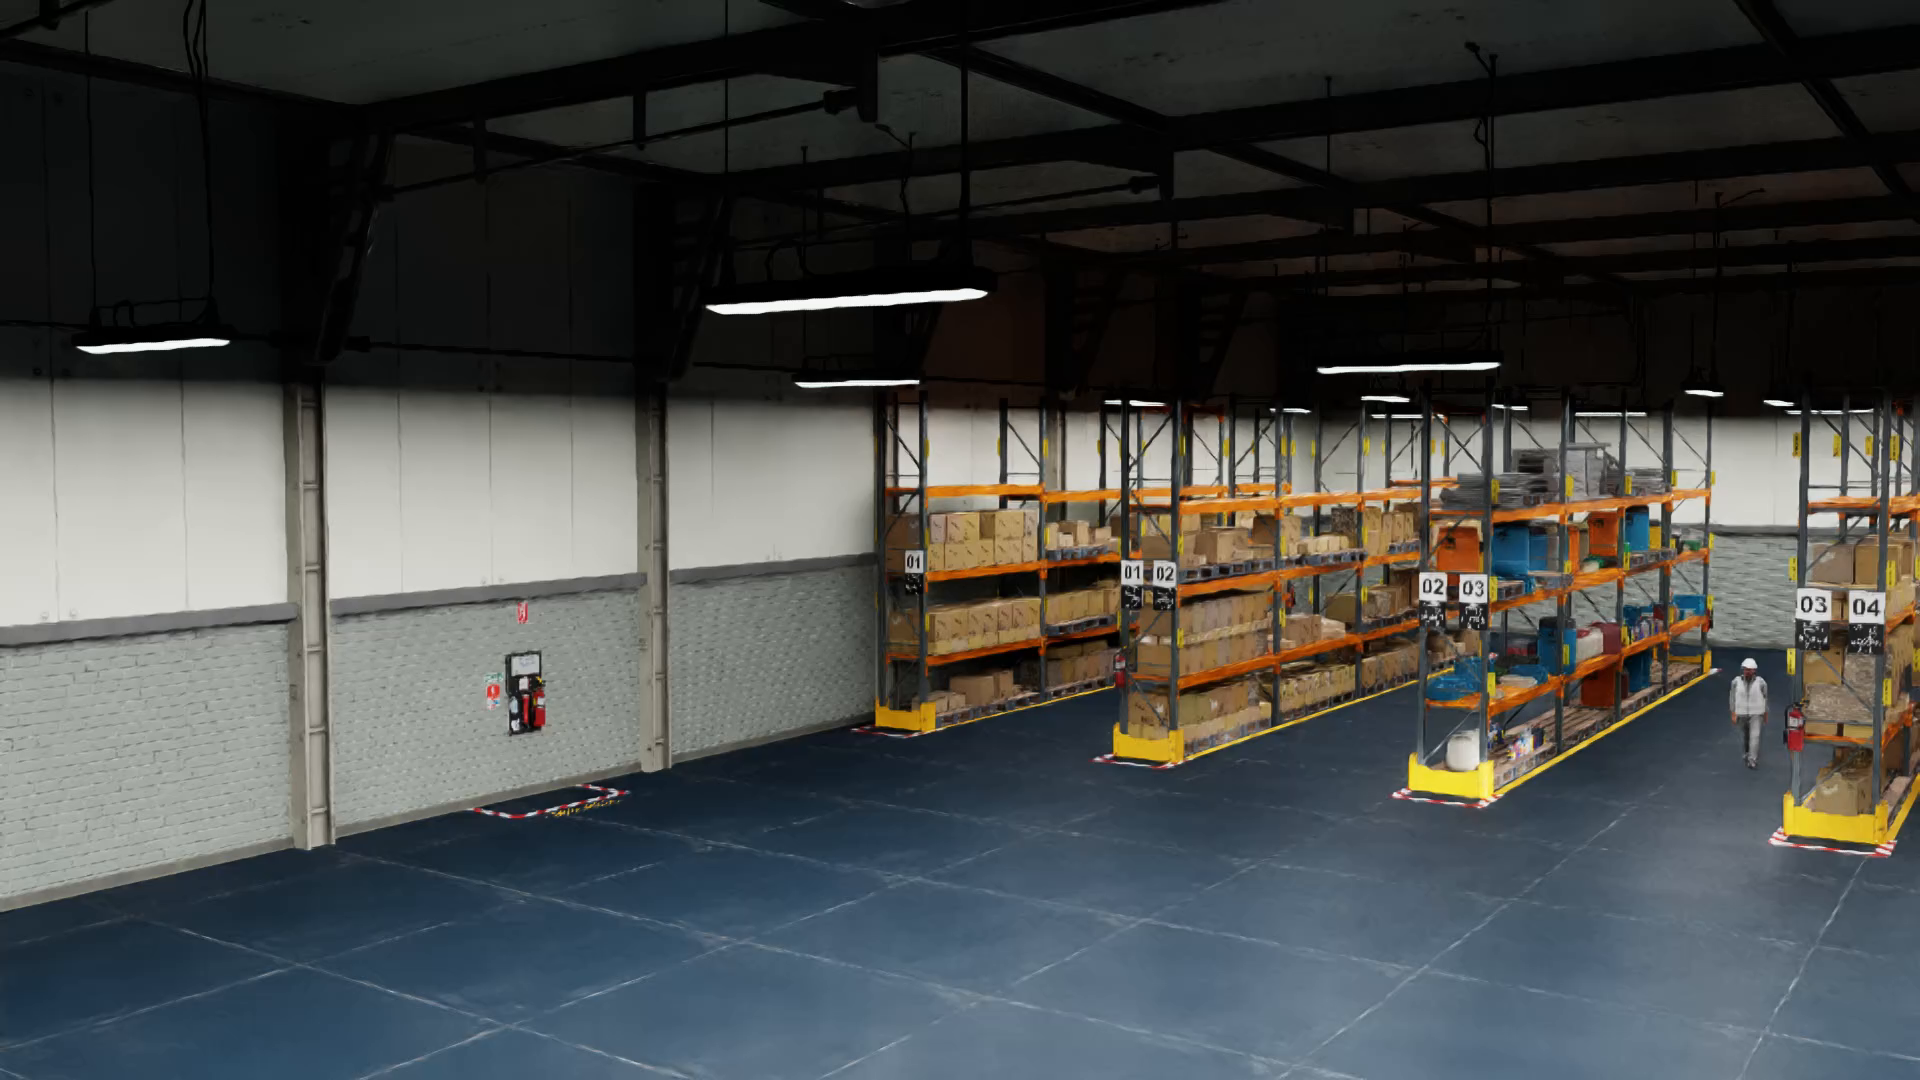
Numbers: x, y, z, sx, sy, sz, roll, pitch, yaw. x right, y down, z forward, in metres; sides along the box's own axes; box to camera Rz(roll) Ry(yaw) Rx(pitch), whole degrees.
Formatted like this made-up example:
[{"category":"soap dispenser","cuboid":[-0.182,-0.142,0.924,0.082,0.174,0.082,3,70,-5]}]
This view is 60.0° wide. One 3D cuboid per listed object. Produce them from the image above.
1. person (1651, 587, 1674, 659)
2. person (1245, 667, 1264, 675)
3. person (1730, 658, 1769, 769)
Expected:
[{"category":"person","cuboid":[16.271,1.969,38.494,0.760,1.770,0.520,-2,4,-31]},{"category":"person","cuboid":[6.240,2.189,35.403,0.719,1.714,0.578,2,4,32]},{"category":"person","cuboid":[12.383,2.691,26.134,0.543,1.700,1.115,2,4,37]}]
